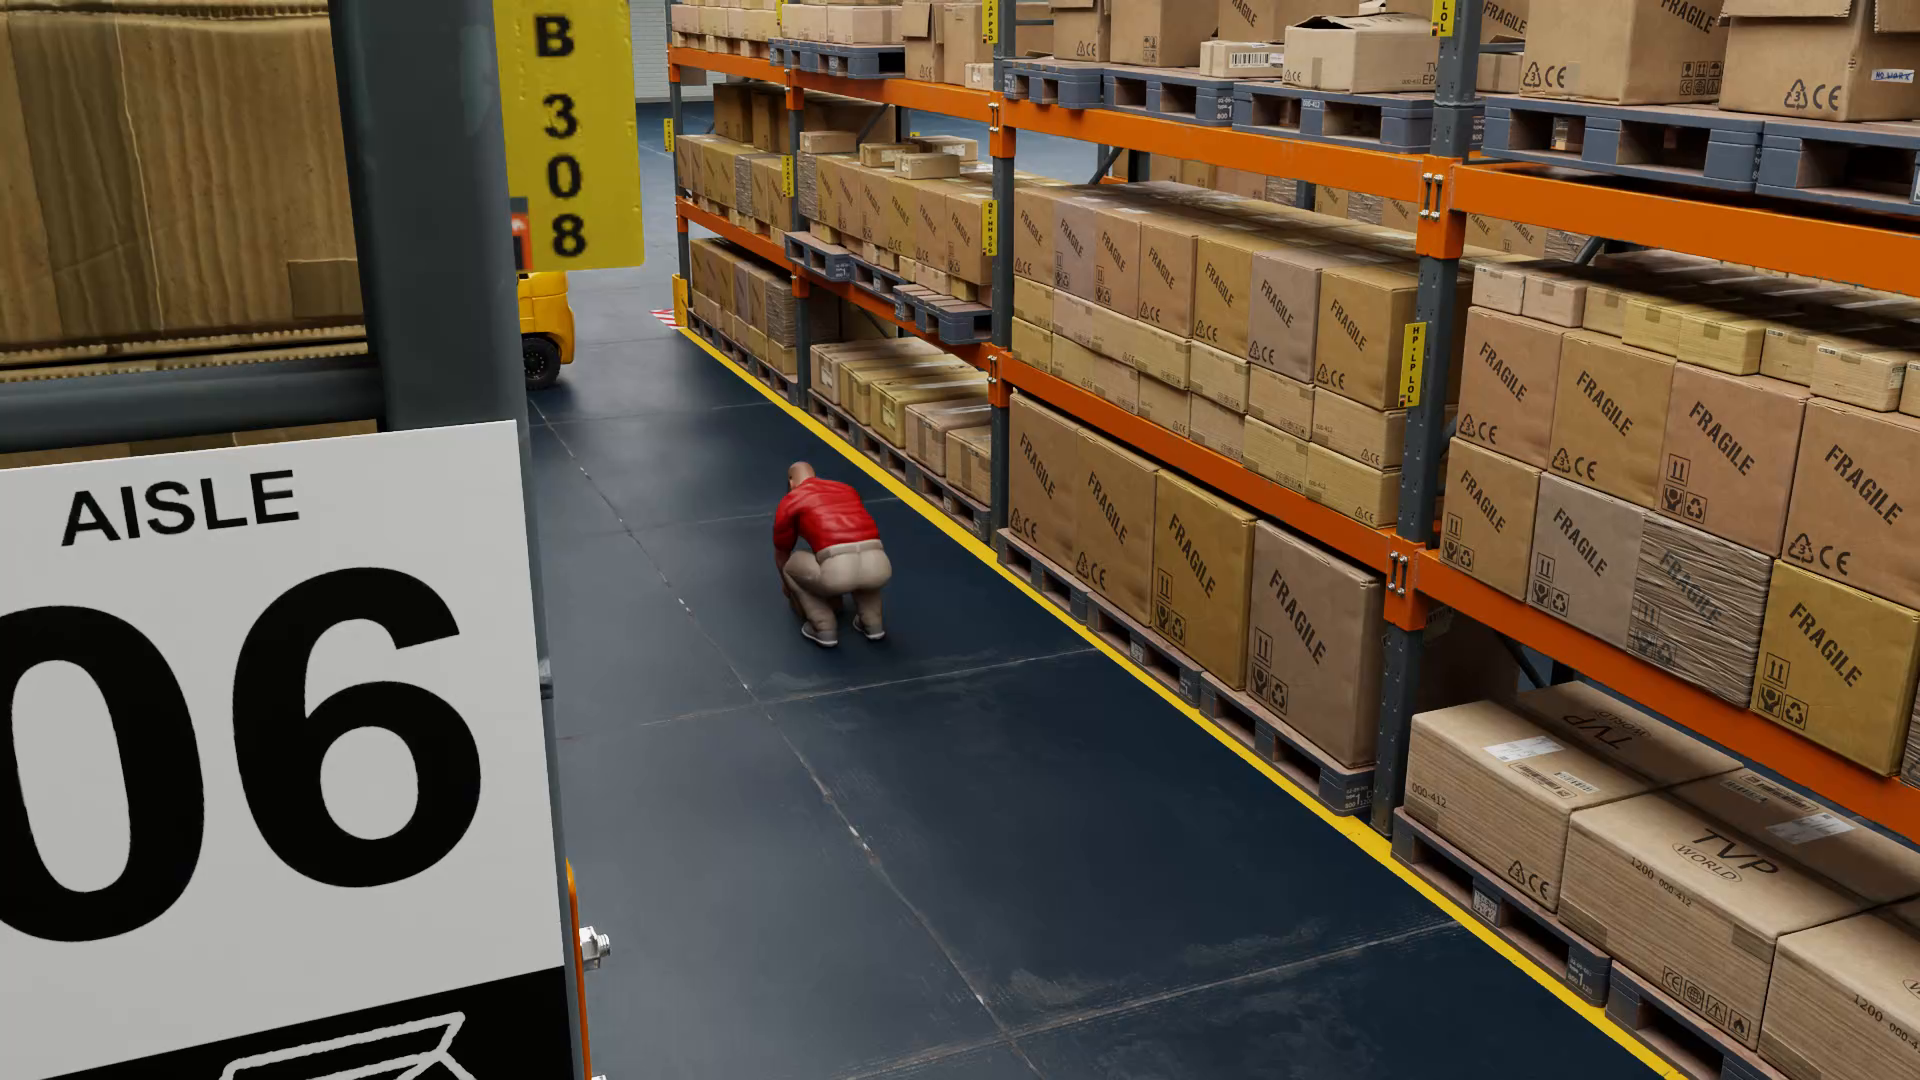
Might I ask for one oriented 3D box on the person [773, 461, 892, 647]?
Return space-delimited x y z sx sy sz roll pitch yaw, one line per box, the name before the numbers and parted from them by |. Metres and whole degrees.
person | -0.712 0.077 9.185 0.564 0.888 0.870 -8 20 -22
